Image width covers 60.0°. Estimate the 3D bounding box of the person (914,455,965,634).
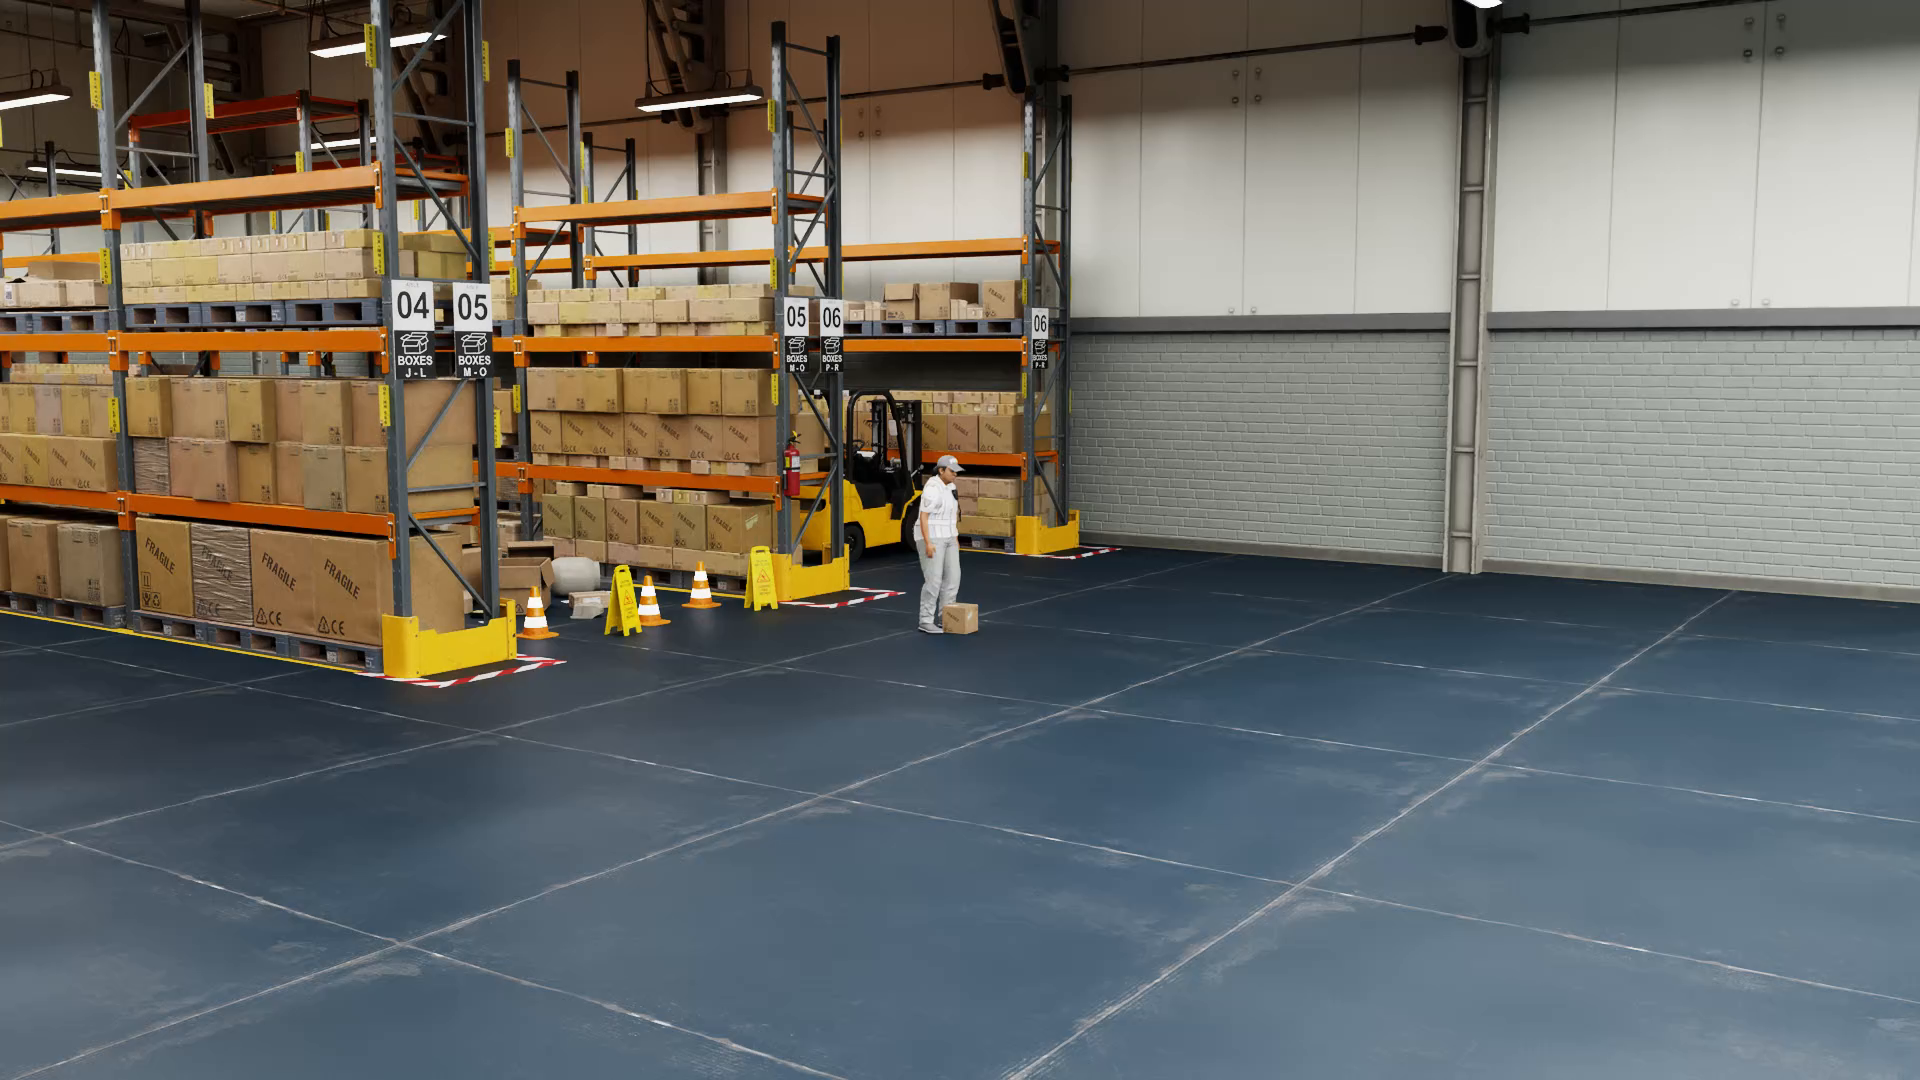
[{"bbox_3d":[-0.179,0.025,15.758,0.471,1.666,0.544,4,8,33],"label":"person"}]
